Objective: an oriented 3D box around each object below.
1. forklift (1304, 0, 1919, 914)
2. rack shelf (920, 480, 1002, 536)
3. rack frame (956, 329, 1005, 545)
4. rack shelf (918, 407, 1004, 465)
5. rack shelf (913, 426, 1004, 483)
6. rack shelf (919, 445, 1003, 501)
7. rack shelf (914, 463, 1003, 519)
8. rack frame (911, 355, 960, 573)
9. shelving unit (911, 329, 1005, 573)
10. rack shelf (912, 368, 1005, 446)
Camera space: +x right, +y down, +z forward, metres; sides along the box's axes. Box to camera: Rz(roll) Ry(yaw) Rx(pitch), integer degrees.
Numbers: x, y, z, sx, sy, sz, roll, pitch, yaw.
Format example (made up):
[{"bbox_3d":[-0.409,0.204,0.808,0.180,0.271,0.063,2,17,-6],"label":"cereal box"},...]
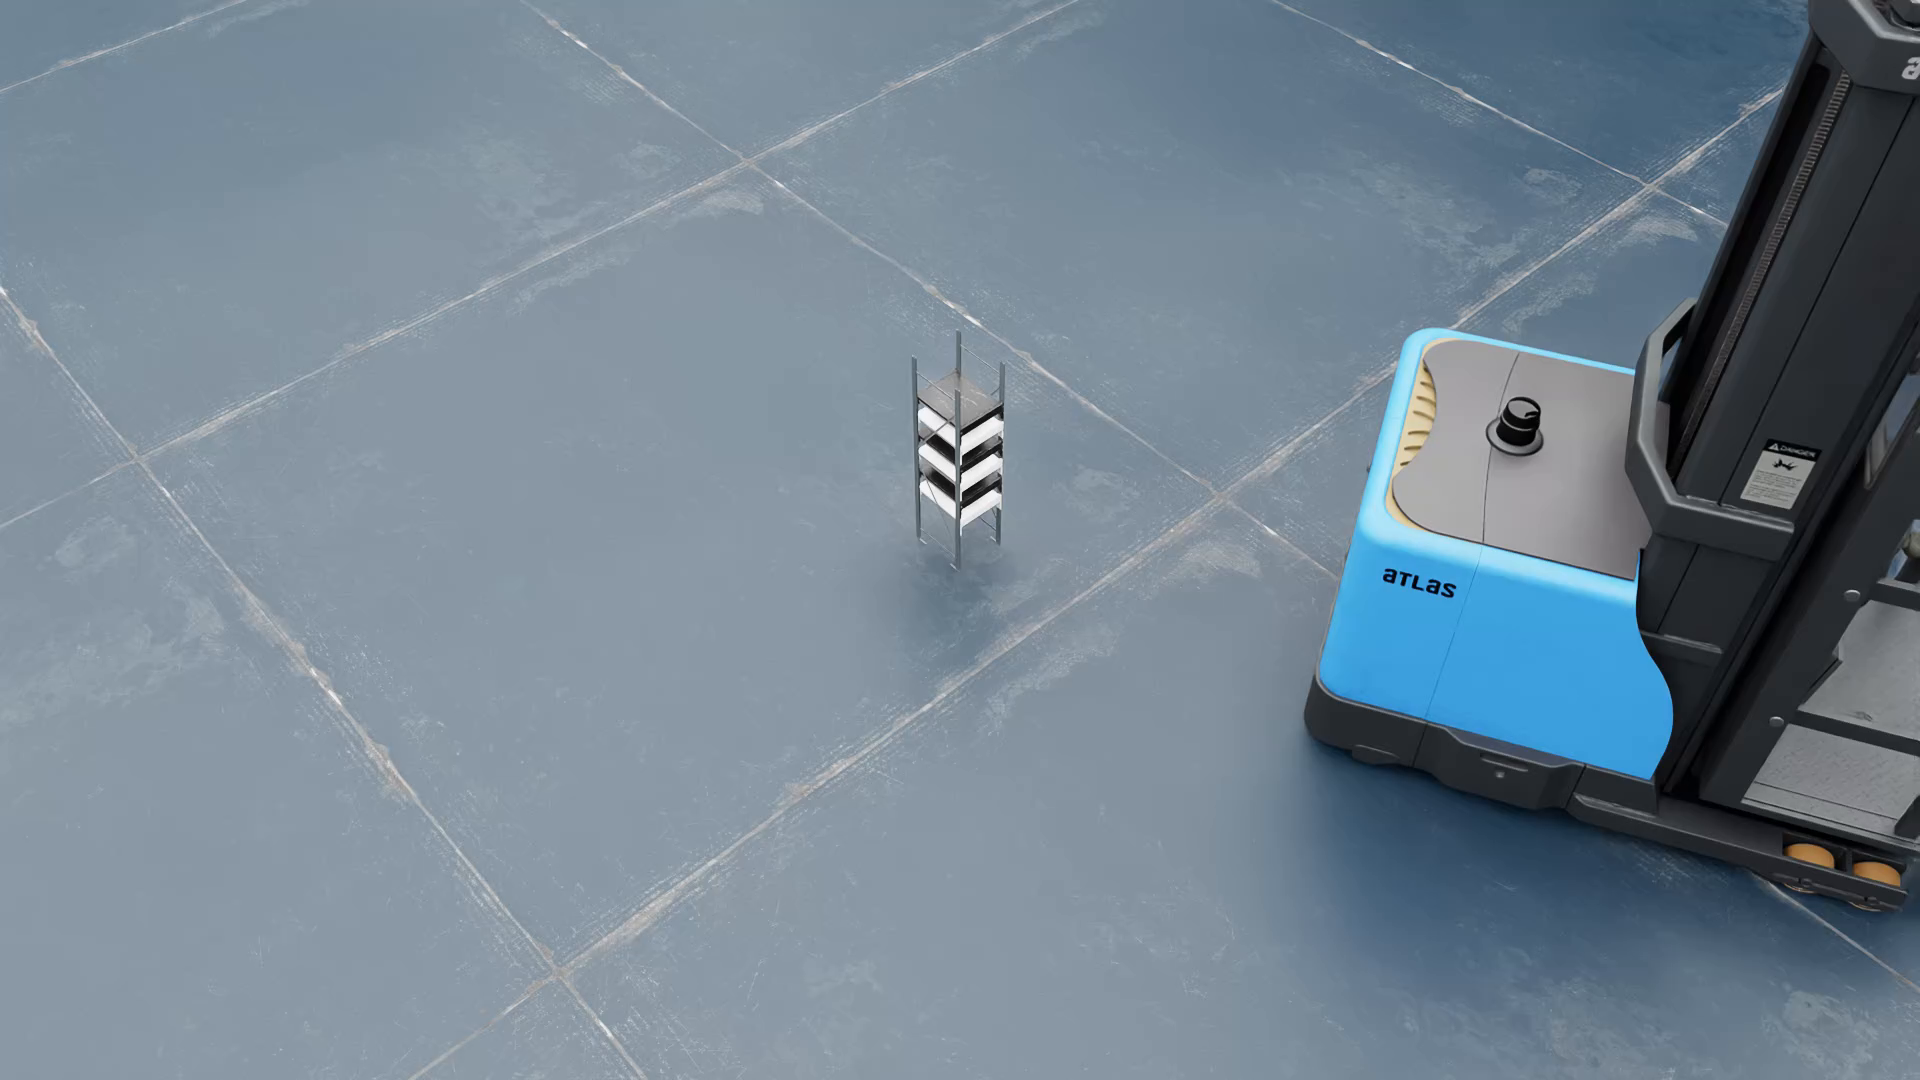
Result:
[{"bbox_3d":[2.731,-0.283,4.516,3.031,2.935,1.130,15,49,13],"label":"forklift"},{"bbox_3d":[-0.006,-0.156,6.072,0.200,0.077,0.258,-34,56,-27],"label":"rack shelf"},{"bbox_3d":[0.069,-0.351,5.962,0.006,0.900,0.240,-34,56,-27],"label":"rack frame"},{"bbox_3d":[-0.006,-0.401,5.808,0.200,0.077,0.258,-34,56,-27],"label":"rack shelf"},{"bbox_3d":[-0.006,-0.340,5.874,0.200,0.077,0.258,-34,56,-27],"label":"rack shelf"},{"bbox_3d":[-0.006,-0.279,5.940,0.200,0.077,0.258,-34,56,-27],"label":"rack shelf"},{"bbox_3d":[-0.006,-0.218,6.006,0.200,0.077,0.258,-34,56,-27],"label":"rack shelf"},{"bbox_3d":[-0.081,-0.251,5.869,0.006,0.900,0.240,-34,56,-27],"label":"rack frame"},{"bbox_3d":[-0.006,-0.301,5.916,0.210,0.900,0.258,-34,56,-27],"label":"shelving unit"},{"bbox_3d":[-0.006,-0.462,5.742,0.200,0.077,0.258,-34,56,-27],"label":"rack shelf"}]
